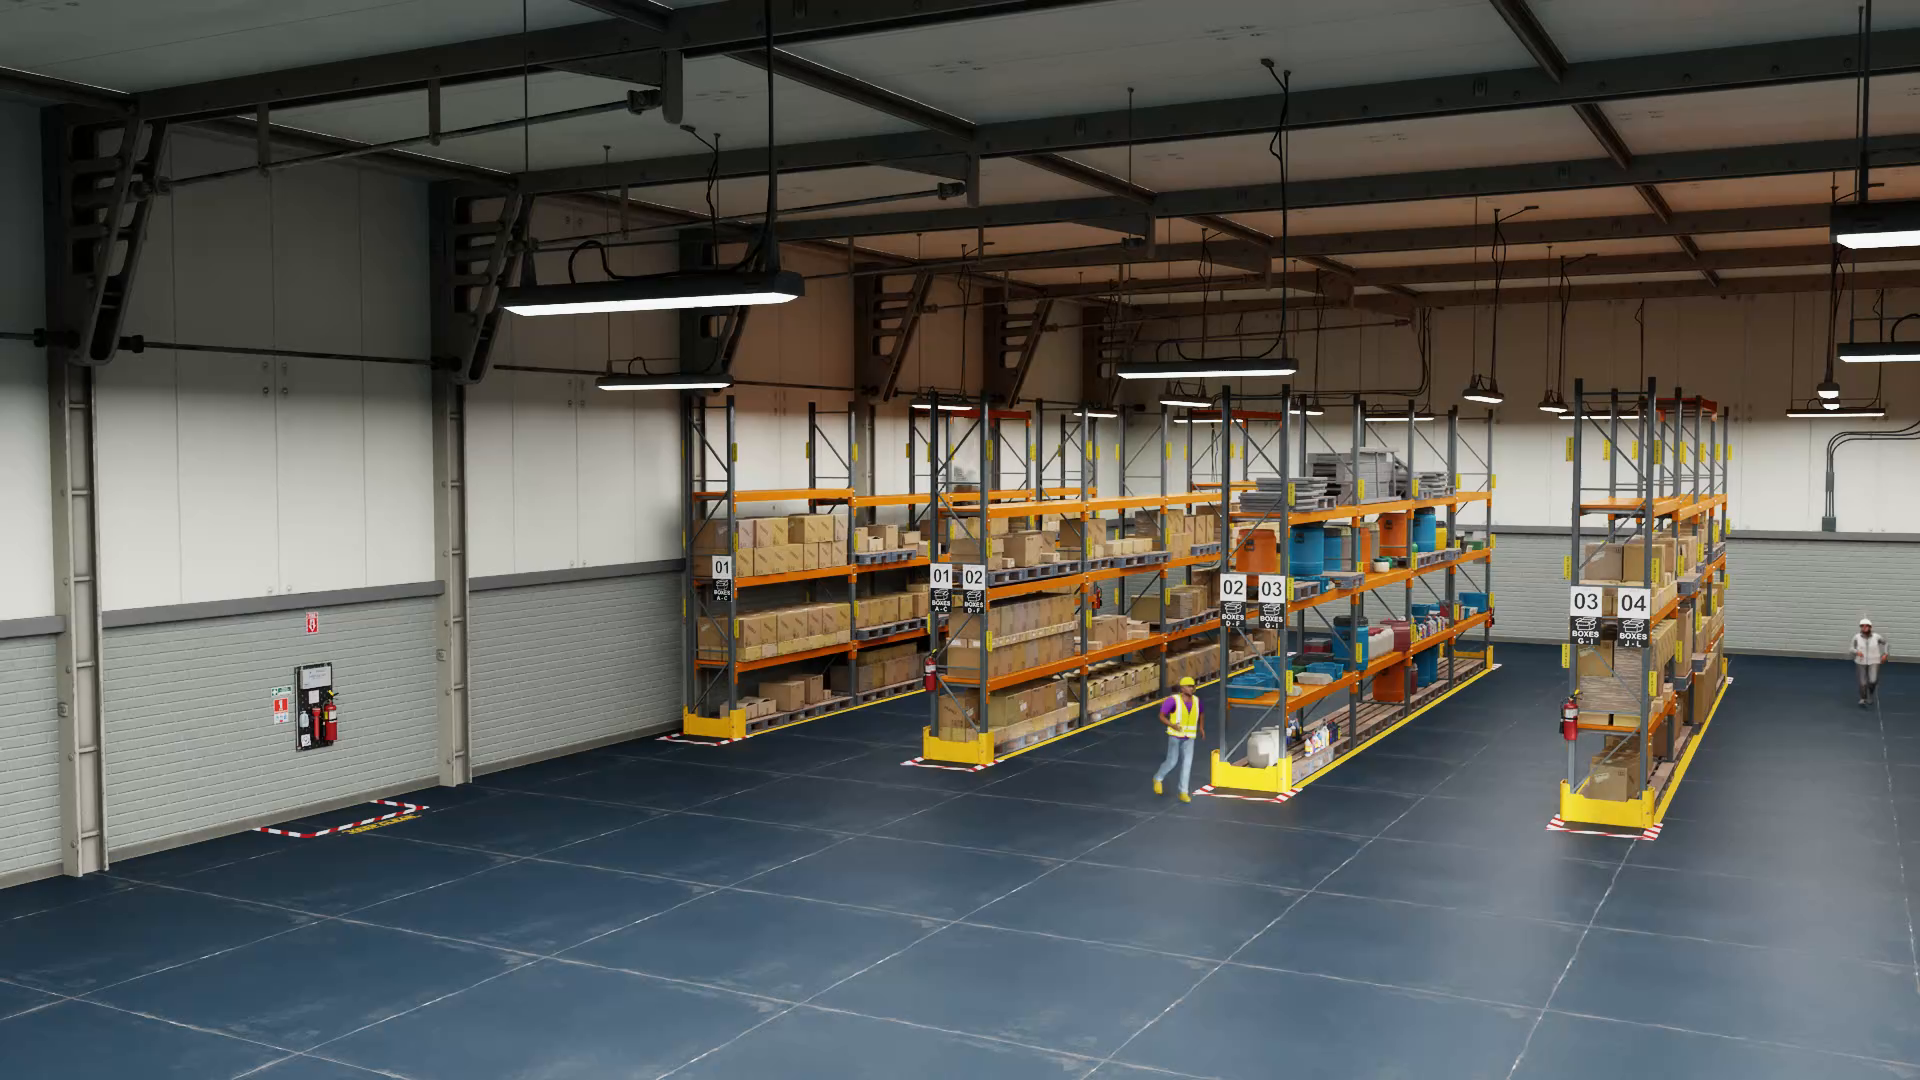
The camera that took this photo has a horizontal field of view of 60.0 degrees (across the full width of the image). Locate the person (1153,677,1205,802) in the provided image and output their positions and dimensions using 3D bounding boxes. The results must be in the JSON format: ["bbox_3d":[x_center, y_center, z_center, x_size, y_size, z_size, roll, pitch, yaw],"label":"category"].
[{"bbox_3d":[3.238,2.845,24.033,0.748,1.746,0.889,-1,3,-16],"label":"person"}]

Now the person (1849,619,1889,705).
[{"bbox_3d":[17.764,2.404,32.523,0.673,1.722,0.790,2,4,32],"label":"person"}]
